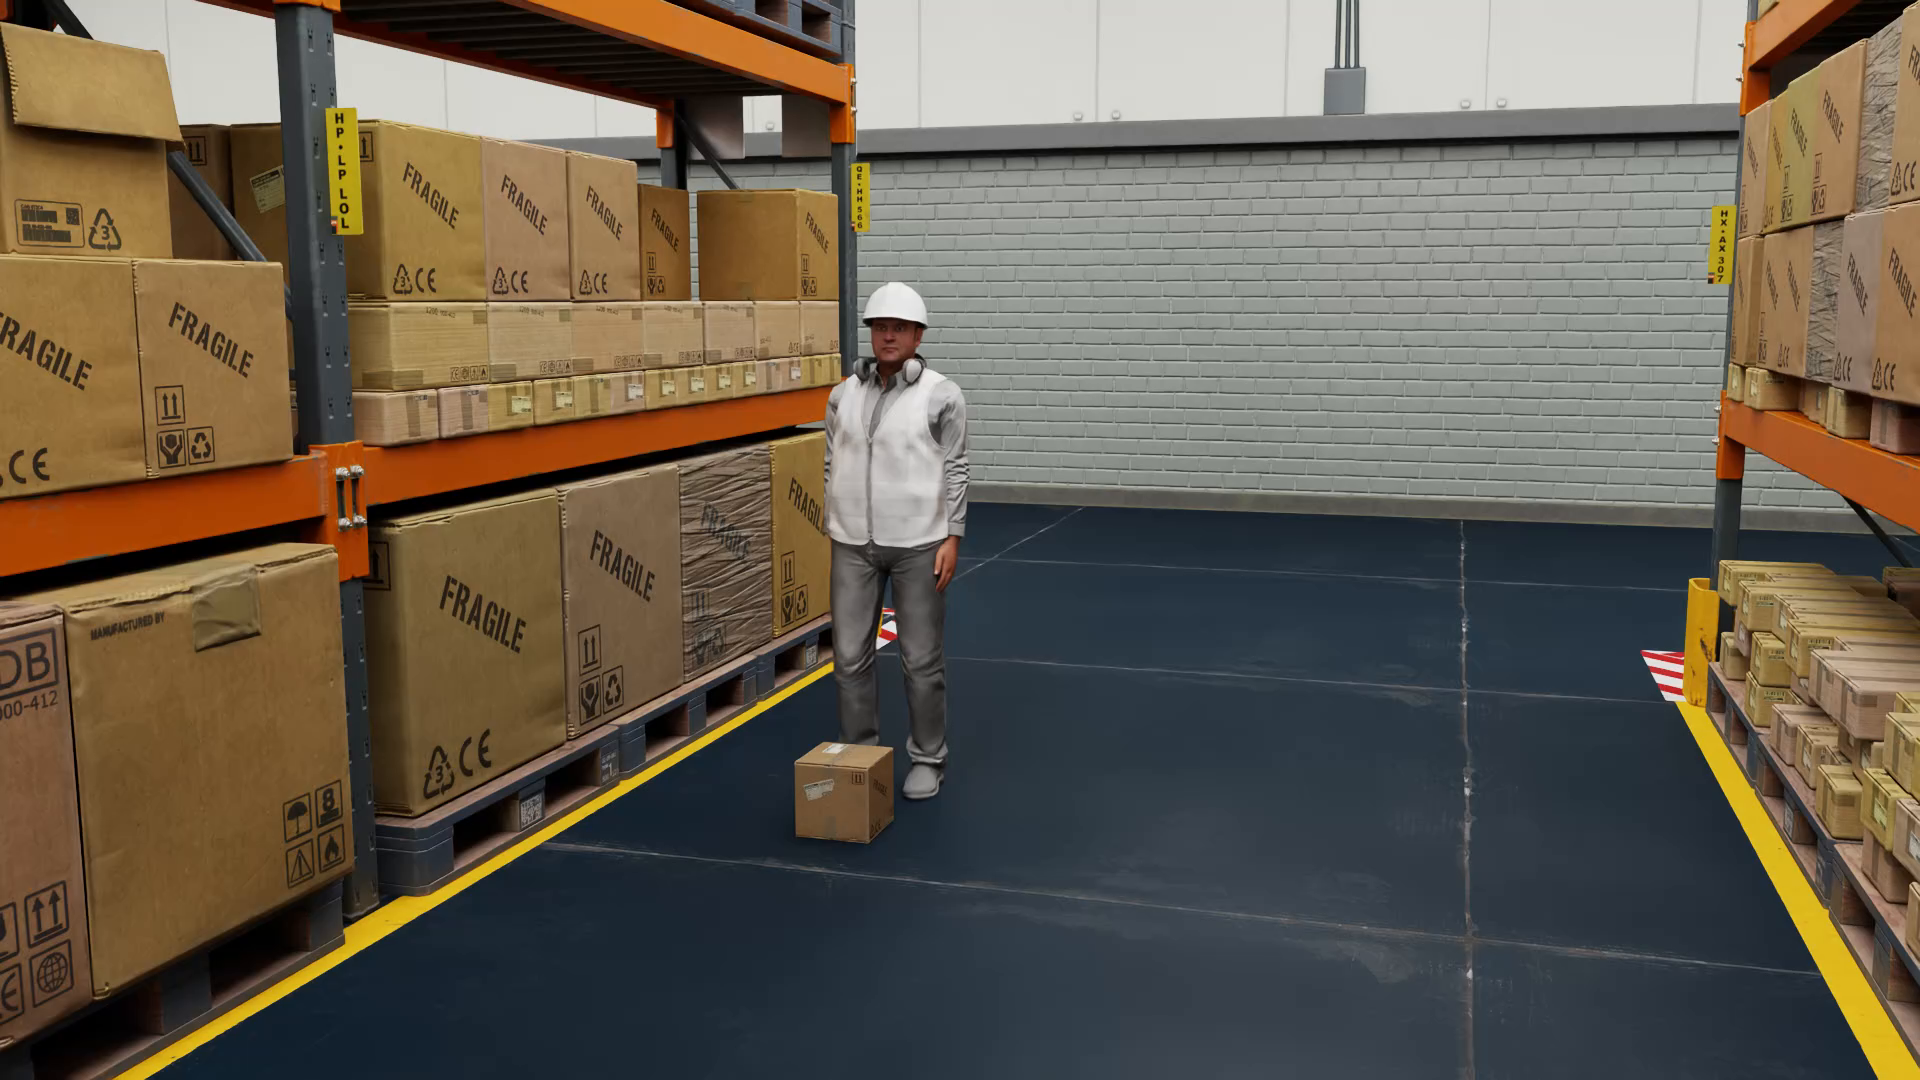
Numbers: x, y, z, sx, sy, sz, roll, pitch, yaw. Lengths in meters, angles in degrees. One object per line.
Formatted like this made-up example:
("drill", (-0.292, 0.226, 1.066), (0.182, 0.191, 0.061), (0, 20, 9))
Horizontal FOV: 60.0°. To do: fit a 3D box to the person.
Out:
("person", (-0.231, 0.005, 5.735), (0.531, 1.769, 0.365), (3, 9, 18))
